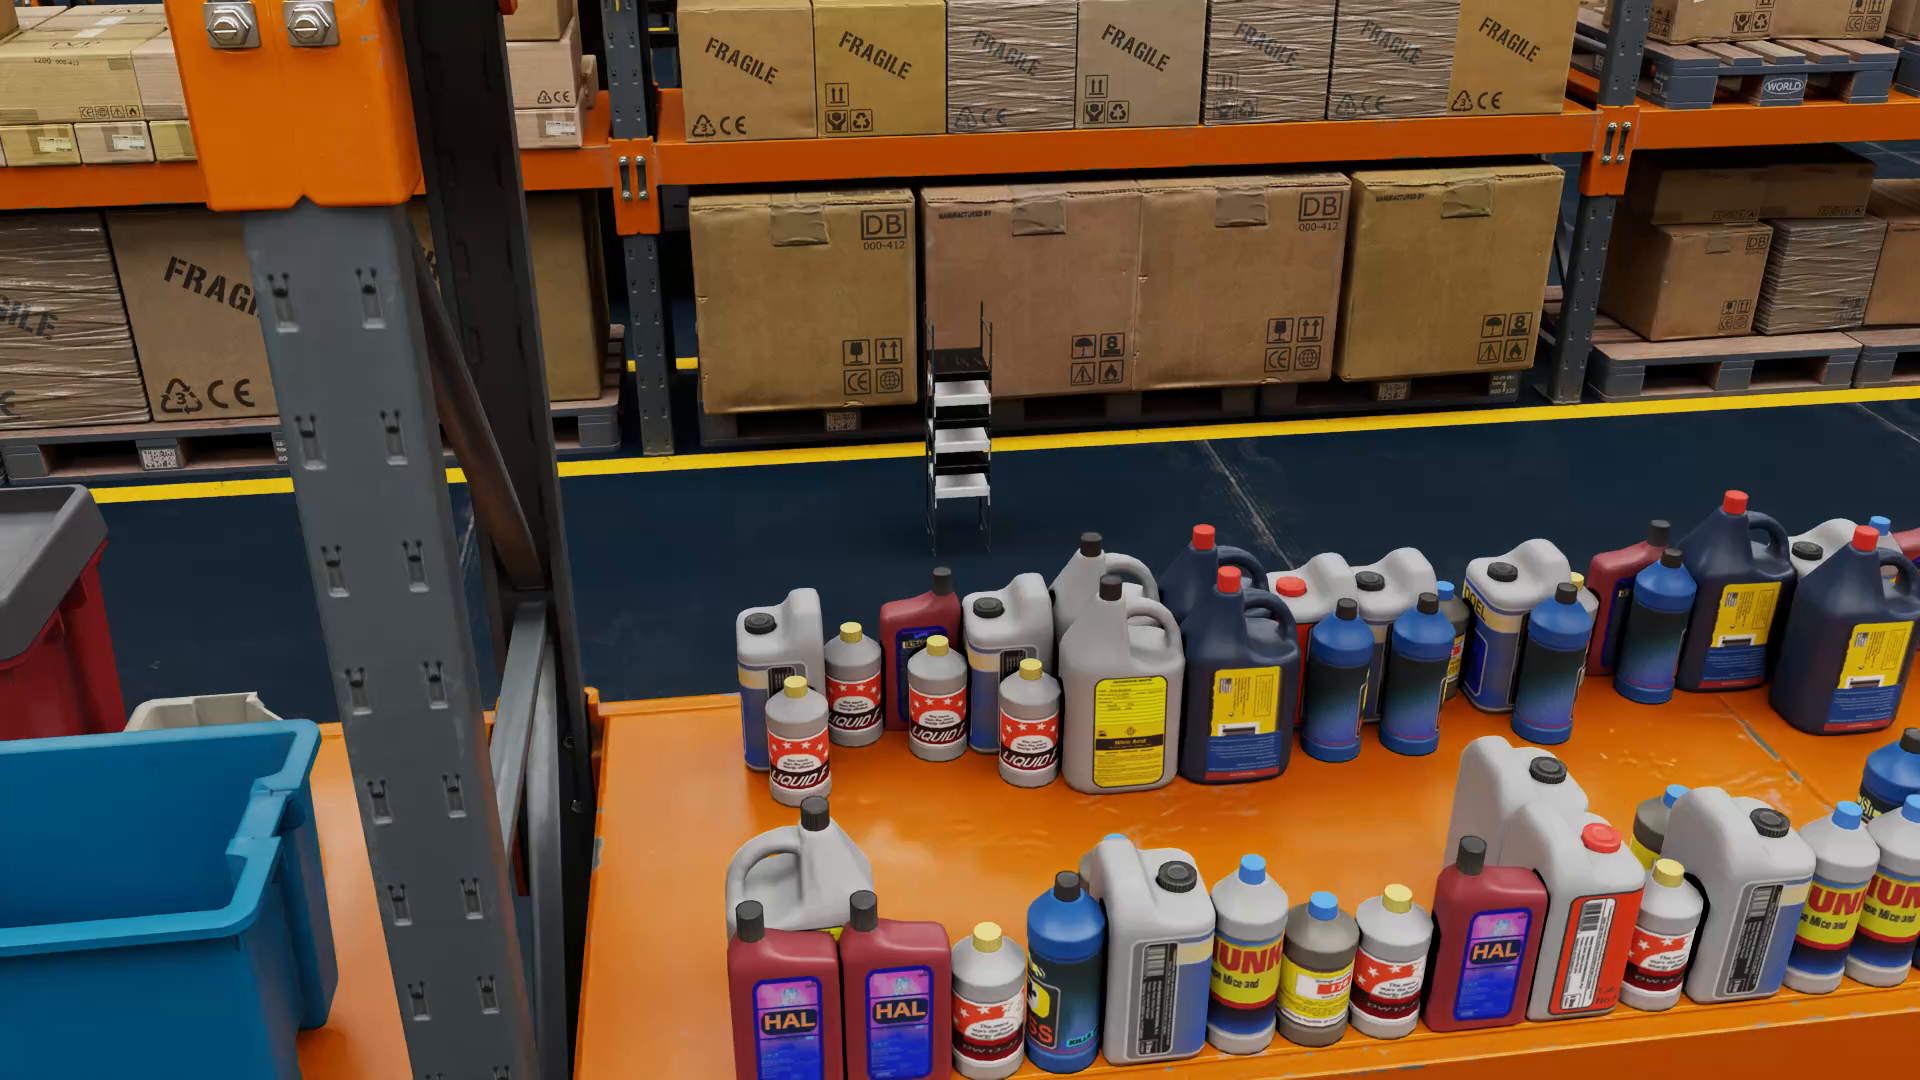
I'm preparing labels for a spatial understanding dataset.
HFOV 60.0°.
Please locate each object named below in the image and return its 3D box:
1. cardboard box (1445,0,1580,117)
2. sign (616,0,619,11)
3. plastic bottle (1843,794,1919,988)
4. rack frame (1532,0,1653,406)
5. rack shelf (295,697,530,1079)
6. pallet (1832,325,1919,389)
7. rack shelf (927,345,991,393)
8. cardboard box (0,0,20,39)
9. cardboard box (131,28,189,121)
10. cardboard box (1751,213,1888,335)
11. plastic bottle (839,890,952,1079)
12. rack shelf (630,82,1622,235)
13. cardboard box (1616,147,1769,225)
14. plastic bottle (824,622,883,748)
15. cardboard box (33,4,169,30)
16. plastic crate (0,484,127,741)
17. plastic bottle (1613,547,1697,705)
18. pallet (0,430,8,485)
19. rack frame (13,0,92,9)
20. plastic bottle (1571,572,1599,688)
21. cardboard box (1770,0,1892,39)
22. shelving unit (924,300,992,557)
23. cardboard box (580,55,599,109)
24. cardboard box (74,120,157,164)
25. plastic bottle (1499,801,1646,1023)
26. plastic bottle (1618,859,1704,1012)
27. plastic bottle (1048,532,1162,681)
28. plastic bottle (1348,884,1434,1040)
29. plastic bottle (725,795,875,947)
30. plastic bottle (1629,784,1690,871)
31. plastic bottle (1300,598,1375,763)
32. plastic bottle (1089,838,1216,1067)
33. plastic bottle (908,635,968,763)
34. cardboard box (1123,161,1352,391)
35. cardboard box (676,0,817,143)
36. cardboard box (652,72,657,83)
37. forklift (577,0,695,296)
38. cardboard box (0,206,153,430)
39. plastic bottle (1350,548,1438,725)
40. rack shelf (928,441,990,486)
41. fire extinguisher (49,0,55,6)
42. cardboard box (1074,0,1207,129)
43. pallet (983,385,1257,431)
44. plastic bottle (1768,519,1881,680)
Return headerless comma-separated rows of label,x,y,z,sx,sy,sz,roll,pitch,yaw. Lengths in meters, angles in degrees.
cardboard box,2.184,-2.061,6.872,0.500,0.500,0.500,-3,27,-6
sign,-1.244,-2.075,5.974,0.005,0.325,0.100,-4,27,-7
plastic bottle,1.240,0.459,2.212,0.097,0.271,0.097,0,27,0
rack frame,2.638,-2.160,7.174,0.127,3.000,1.000,-4,27,-7
rack shelf,-2.613,0.781,2.231,4.000,0.370,1.077,-4,27,-7
pallet,4.618,-1.045,8.055,1.213,0.211,1.003,-4,27,-7
rack shelf,-0.008,-0.610,5.936,0.200,0.077,0.258,-4,27,-7
cardboard box,-3.763,-2.027,5.931,0.500,0.500,0.500,-4,27,-9
cardboard box,-2.741,-1.758,6.229,0.500,0.250,0.500,-3,27,-6
cardboard box,3.846,-1.336,7.825,0.500,0.500,0.700,-6,28,-11
plastic bottle,-0.078,0.546,2.027,0.133,0.283,0.061,-4,27,-7
rack shelf,0.658,-1.713,7.091,4.000,0.370,1.077,-4,27,-7
cardboard box,3.298,-1.634,7.583,0.500,0.250,0.500,-3,27,-5
plastic bottle,-0.176,0.231,2.732,0.097,0.201,0.097,0,27,0
cardboard box,-3.319,-1.967,6.637,0.500,0.250,0.500,-4,27,-7
plastic crate,-1.552,0.222,2.397,0.583,0.464,0.402,-4,27,-7
plastic bottle,1.188,0.140,2.832,0.097,0.271,0.097,0,27,0
pallet,-4.503,-0.497,6.987,1.213,0.211,1.003,-4,27,-7
rack frame,-5.875,-3.900,10.565,0.127,3.000,1.000,-4,27,-7
plastic bottle,1.048,0.152,2.885,0.097,0.201,0.097,0,27,0
cardboard box,3.706,-2.525,7.315,0.500,0.500,0.700,0,27,1
shelving unit,-0.008,-0.400,6.044,0.210,0.900,0.258,-4,27,-7
cardboard box,-1.662,-1.926,6.992,0.250,0.149,0.380,-4,27,-7
cardboard box,-3.104,-1.529,6.219,0.250,0.149,0.380,-3,27,-6
plastic bottle,0.796,0.472,2.179,0.135,0.276,0.152,-4,27,-7
plastic bottle,0.914,0.511,2.187,0.097,0.201,0.097,0,27,0
plastic bottle,0.232,0.149,2.728,0.185,0.351,0.144,-4,27,-7
plastic bottle,0.553,0.534,2.141,0.097,0.201,0.097,0,27,0
plastic bottle,-0.199,0.477,2.089,0.185,0.351,0.144,-4,27,-7
plastic bottle,0.990,0.436,2.333,0.097,0.201,0.097,0,27,0
plastic bottle,0.610,0.219,2.678,0.097,0.271,0.097,0,27,0
plastic bottle,0.241,0.508,2.110,0.135,0.276,0.152,-4,27,-7
plastic bottle,-0.036,0.250,2.695,0.097,0.201,0.097,0,27,0
cardboard box,1.068,-1.314,7.392,0.875,0.875,1.225,-4,27,-7
cardboard box,-0.832,-1.866,6.492,0.500,0.500,0.500,-4,27,-7
cardboard box,-2.181,-3.041,11.229,0.250,0.149,0.380,-3,27,-6
forklift,-1.673,-2.816,8.528,3.031,2.935,1.130,-7,28,-13
cardboard box,-3.760,-1.028,6.834,0.875,0.875,0.875,-4,27,-7
plastic bottle,0.707,0.153,2.801,0.135,0.276,0.152,-4,27,-7
rack shelf,-0.008,-0.290,6.100,0.200,0.077,0.258,-4,27,-7
fire extinguisher,-6.188,-3.892,11.043,0.183,0.674,0.296,-4,27,-7
cardboard box,0.672,-1.966,6.686,0.500,0.500,0.500,-3,27,-6
pallet,0.642,-0.827,7.631,1.213,0.211,1.003,-4,27,-7
plastic bottle,1.481,0.104,2.898,0.135,0.276,0.152,-4,27,-7
